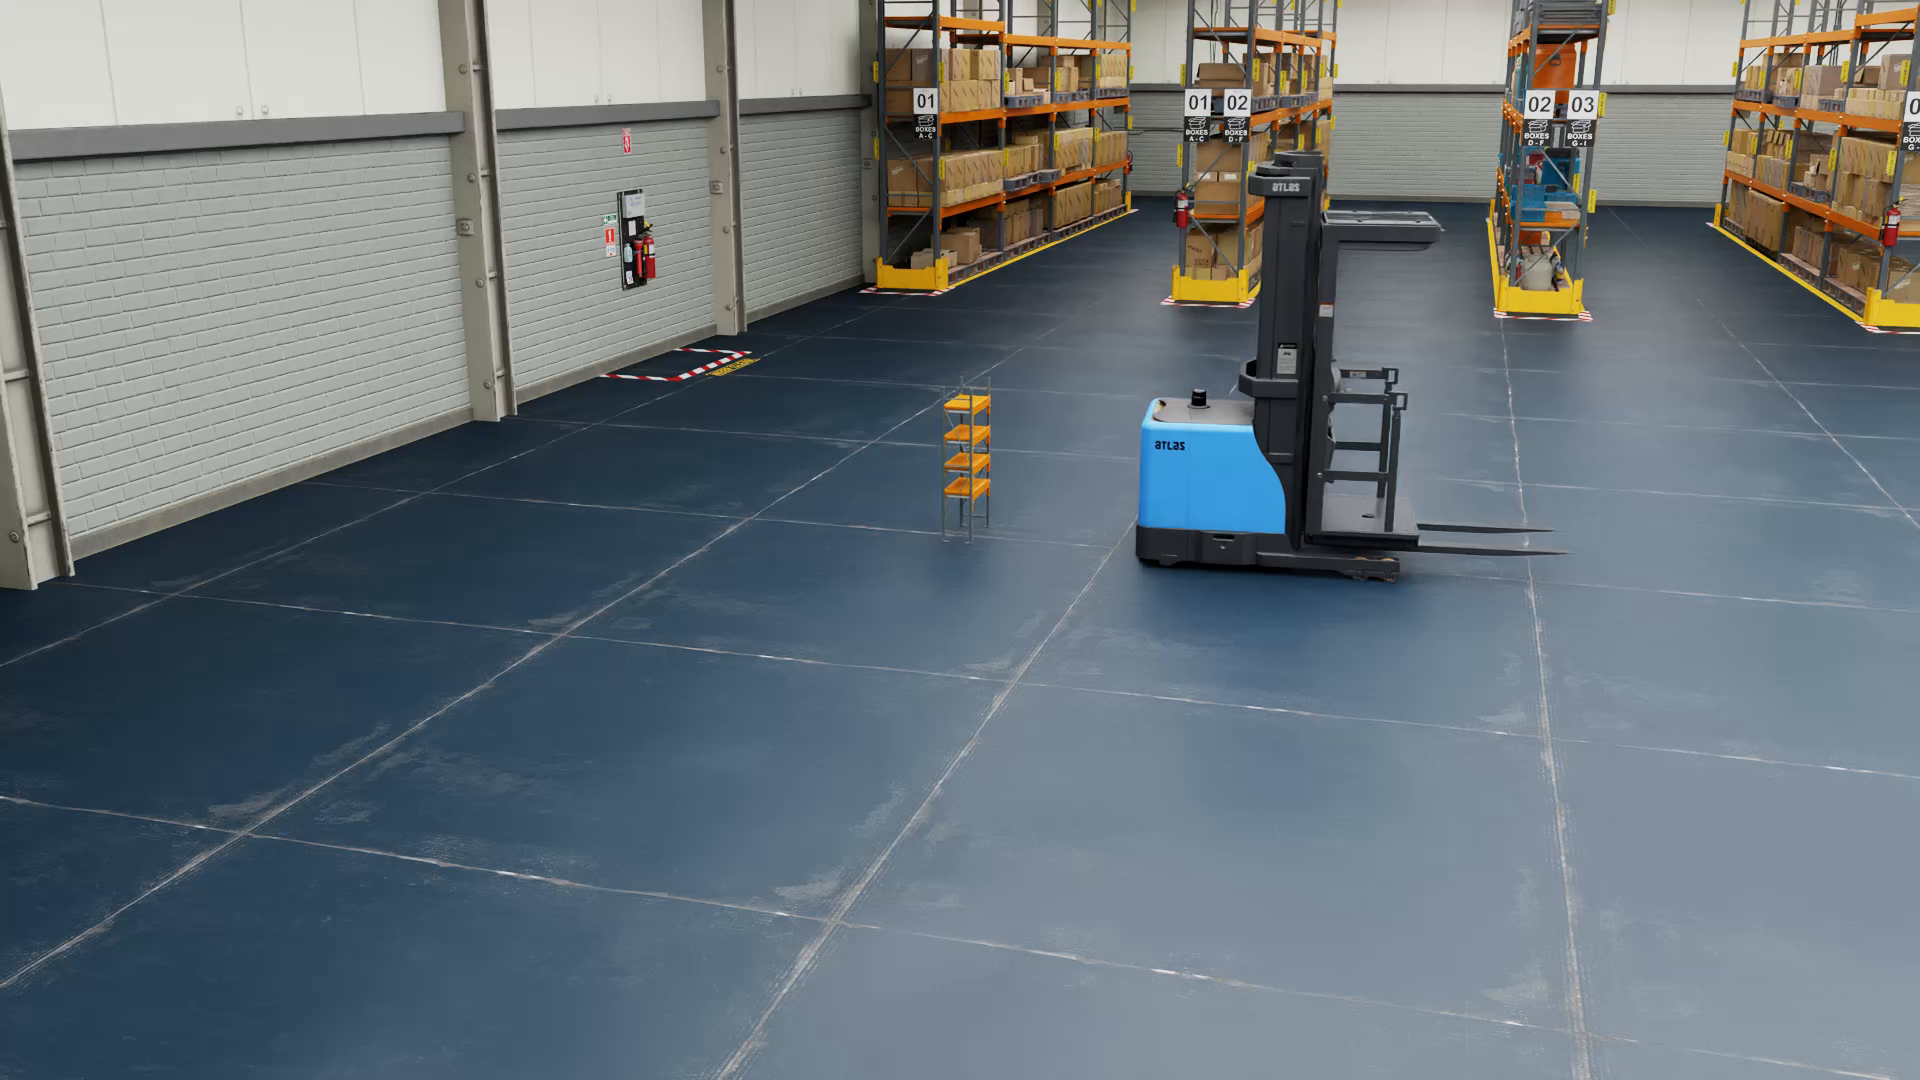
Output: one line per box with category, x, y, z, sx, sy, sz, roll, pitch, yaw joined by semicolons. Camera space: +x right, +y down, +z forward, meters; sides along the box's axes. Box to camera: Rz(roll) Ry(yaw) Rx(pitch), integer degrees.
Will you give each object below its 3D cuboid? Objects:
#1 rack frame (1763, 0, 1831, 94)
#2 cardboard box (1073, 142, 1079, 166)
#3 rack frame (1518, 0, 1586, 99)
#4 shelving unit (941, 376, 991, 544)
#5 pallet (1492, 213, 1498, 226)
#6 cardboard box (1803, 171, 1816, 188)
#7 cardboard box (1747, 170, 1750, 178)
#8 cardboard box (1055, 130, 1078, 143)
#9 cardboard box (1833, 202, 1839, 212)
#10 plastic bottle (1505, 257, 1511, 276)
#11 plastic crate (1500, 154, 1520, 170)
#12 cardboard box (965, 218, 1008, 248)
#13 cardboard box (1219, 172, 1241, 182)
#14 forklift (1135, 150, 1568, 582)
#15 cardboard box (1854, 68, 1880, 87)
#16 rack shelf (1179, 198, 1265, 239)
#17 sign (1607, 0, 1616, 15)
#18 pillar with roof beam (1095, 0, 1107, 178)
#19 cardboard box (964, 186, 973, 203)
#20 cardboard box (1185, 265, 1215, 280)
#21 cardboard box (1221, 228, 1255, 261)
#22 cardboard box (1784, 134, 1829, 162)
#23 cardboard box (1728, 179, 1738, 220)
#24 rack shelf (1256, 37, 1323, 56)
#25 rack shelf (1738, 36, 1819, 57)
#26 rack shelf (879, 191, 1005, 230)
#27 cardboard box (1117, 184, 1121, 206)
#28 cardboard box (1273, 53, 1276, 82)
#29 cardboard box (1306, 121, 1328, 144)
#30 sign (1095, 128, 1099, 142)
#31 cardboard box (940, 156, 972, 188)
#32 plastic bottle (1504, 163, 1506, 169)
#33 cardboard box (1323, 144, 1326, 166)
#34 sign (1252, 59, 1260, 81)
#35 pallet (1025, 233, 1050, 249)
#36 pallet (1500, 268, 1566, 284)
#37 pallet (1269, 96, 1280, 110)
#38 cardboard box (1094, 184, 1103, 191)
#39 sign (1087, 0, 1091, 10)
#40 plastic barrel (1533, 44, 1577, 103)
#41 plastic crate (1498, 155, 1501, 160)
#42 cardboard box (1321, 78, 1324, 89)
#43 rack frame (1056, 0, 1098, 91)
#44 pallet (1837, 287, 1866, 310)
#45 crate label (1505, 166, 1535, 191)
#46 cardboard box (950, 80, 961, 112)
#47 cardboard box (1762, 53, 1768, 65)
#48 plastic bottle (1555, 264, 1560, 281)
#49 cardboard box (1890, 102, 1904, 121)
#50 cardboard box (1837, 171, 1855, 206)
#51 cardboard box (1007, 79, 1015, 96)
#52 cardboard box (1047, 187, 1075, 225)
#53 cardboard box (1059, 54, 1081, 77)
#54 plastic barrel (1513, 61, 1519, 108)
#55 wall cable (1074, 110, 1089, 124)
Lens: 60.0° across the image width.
rack frame;16.840;-10.489;33.318;1.000;3.000;0.127;5;16;16
cardboard box;2.280;-8.419;36.251;0.500;0.500;0.500;5;17;17
rack frame;9.818;-8.780;27.293;1.000;3.000;0.127;5;16;16
shelving unit;0.047;-0.621;12.818;0.258;1.200;0.503;5;16;16
pallet;12.957;-7.479;38.811;1.003;0.211;1.213;5;16;16
cardboard box;15.007;-6.265;28.927;0.500;0.250;0.500;4;16;14
cardboard box;16.686;-7.655;34.780;0.380;0.149;0.250;5;17;17
cardboard box;2.262;-8.775;36.129;0.500;0.250;0.500;4;16;15
cardboard box;14.134;-5.292;26.448;0.380;0.149;0.250;5;16;16
plastic bottle;9.017;-4.491;27.216;0.144;0.351;0.185;4;16;15
plastic crate;11.897;-8.157;36.008;0.392;0.384;0.575;5;16;16
cardboard box;0.513;-5.865;31.785;0.700;0.500;0.500;5;17;18
cardboard box;4.251;-5.678;25.981;0.380;0.149;0.250;5;16;15
forklift;2.852;-1.271;11.938;3.031;2.935;1.130;3;16;10
cardboard box;14.795;-7.320;26.683;0.797;0.503;0.637;4;16;13
rack shelf;4.502;-5.410;27.723;1.077;0.370;4.000;5;16;16
sign;9.208;-7.589;23.477;0.100;0.325;0.005;5;16;16
pillar with roof beam;7.795;-13.127;42.620;9.100;9.000;0.400;5;16;16
cardboard box;-0.090;-5.926;28.463;0.500;0.250;0.500;4;16;15
cardboard box;3.803;-4.275;26.673;0.500;0.250;0.500;5;16;16
cardboard box;4.569;-4.858;27.355;0.500;0.500;0.500;5;16;16
cardboard box;16.115;-7.447;31.567;0.797;0.503;0.637;5;17;17
cardboard box;17.872;-7.655;37.446;0.875;0.875;0.875;5;16;16
rack shelf;6.775;-10.196;34.338;1.077;0.370;4.000;5;16;16
rack shelf;17.409;-10.474;35.315;1.077;0.370;4.000;5;16;16
rack shelf;-0.249;-5.793;29.073;1.077;0.370;4.000;5;16;16
cardboard box;3.627;-8.610;41.499;0.700;0.500;0.500;5;16;16
cardboard box;5.423;-8.522;30.010;0.500;0.500;0.500;6;17;21
cardboard box;8.332;-9.541;38.956;0.500;0.500;0.500;5;17;17
sign;3.116;-9.234;37.913;0.100;0.325;0.005;5;16;16
cardboard box;-0.090;-6.279;28.332;0.500;0.500;0.500;4;16;14
plastic bottle;11.541;-7.833;35.162;0.061;0.283;0.133;5;16;16
cardboard box;8.323;-9.062;39.098;0.500;0.500;0.500;5;17;16
sign;4.464;-7.089;25.083;0.100;0.325;0.005;5;16;16
pallet;1.233;-6.163;34.170;1.003;0.211;1.213;5;16;16
pallet;9.587;-4.380;27.884;1.003;0.211;1.213;5;16;16
pallet;5.308;-7.862;29.903;0.805;0.209;1.217;4;16;14
cardboard box;3.176;-8.330;39.322;0.380;0.149;0.250;5;17;18
sign;3.200;-13.258;41.078;0.100;0.325;0.005;5;16;16
plastic barrel;8.698;-6.836;24.380;0.600;0.830;0.708;5;16;16
plastic crate;12.655;-8.770;38.450;0.416;0.233;0.300;5;16;16
cardboard box;7.860;-10.222;37.233;0.500;0.250;0.500;5;16;16
rack frame;2.593;-11.641;37.380;1.000;3.000;0.127;5;16;16
pallet;14.065;-3.669;25.380;1.003;0.211;1.213;5;16;16
crate label;10.413;-6.718;30.954;0.502;0.435;0.616;5;16;16
cardboard box;-0.296;-7.322;27.431;0.500;0.500;0.500;6;17;20
cardboard box;17.393;-10.224;35.369;0.500;0.250;0.500;4;16;14
plastic bottle;9.593;-4.286;26.637;0.097;0.271;0.097;0;16;0
cardboard box;13.324;-5.980;23.193;0.500;0.250;0.500;5;17;17
cardboard box;14.204;-5.460;25.853;0.875;0.500;0.500;5;16;16
cardboard box;0.727;-8.562;31.416;0.500;0.311;0.500;5;17;18
cardboard box;2.046;-7.287;36.194;0.750;0.750;0.750;5;16;16
cardboard box;2.568;-10.938;38.345;0.500;0.500;0.500;4;16;15
plastic barrel;10.328;-8.221;30.032;0.600;0.830;0.708;5;16;16
wall cable;3.187;-10.699;43.190;0.084;1.984;1.851;5;16;16
